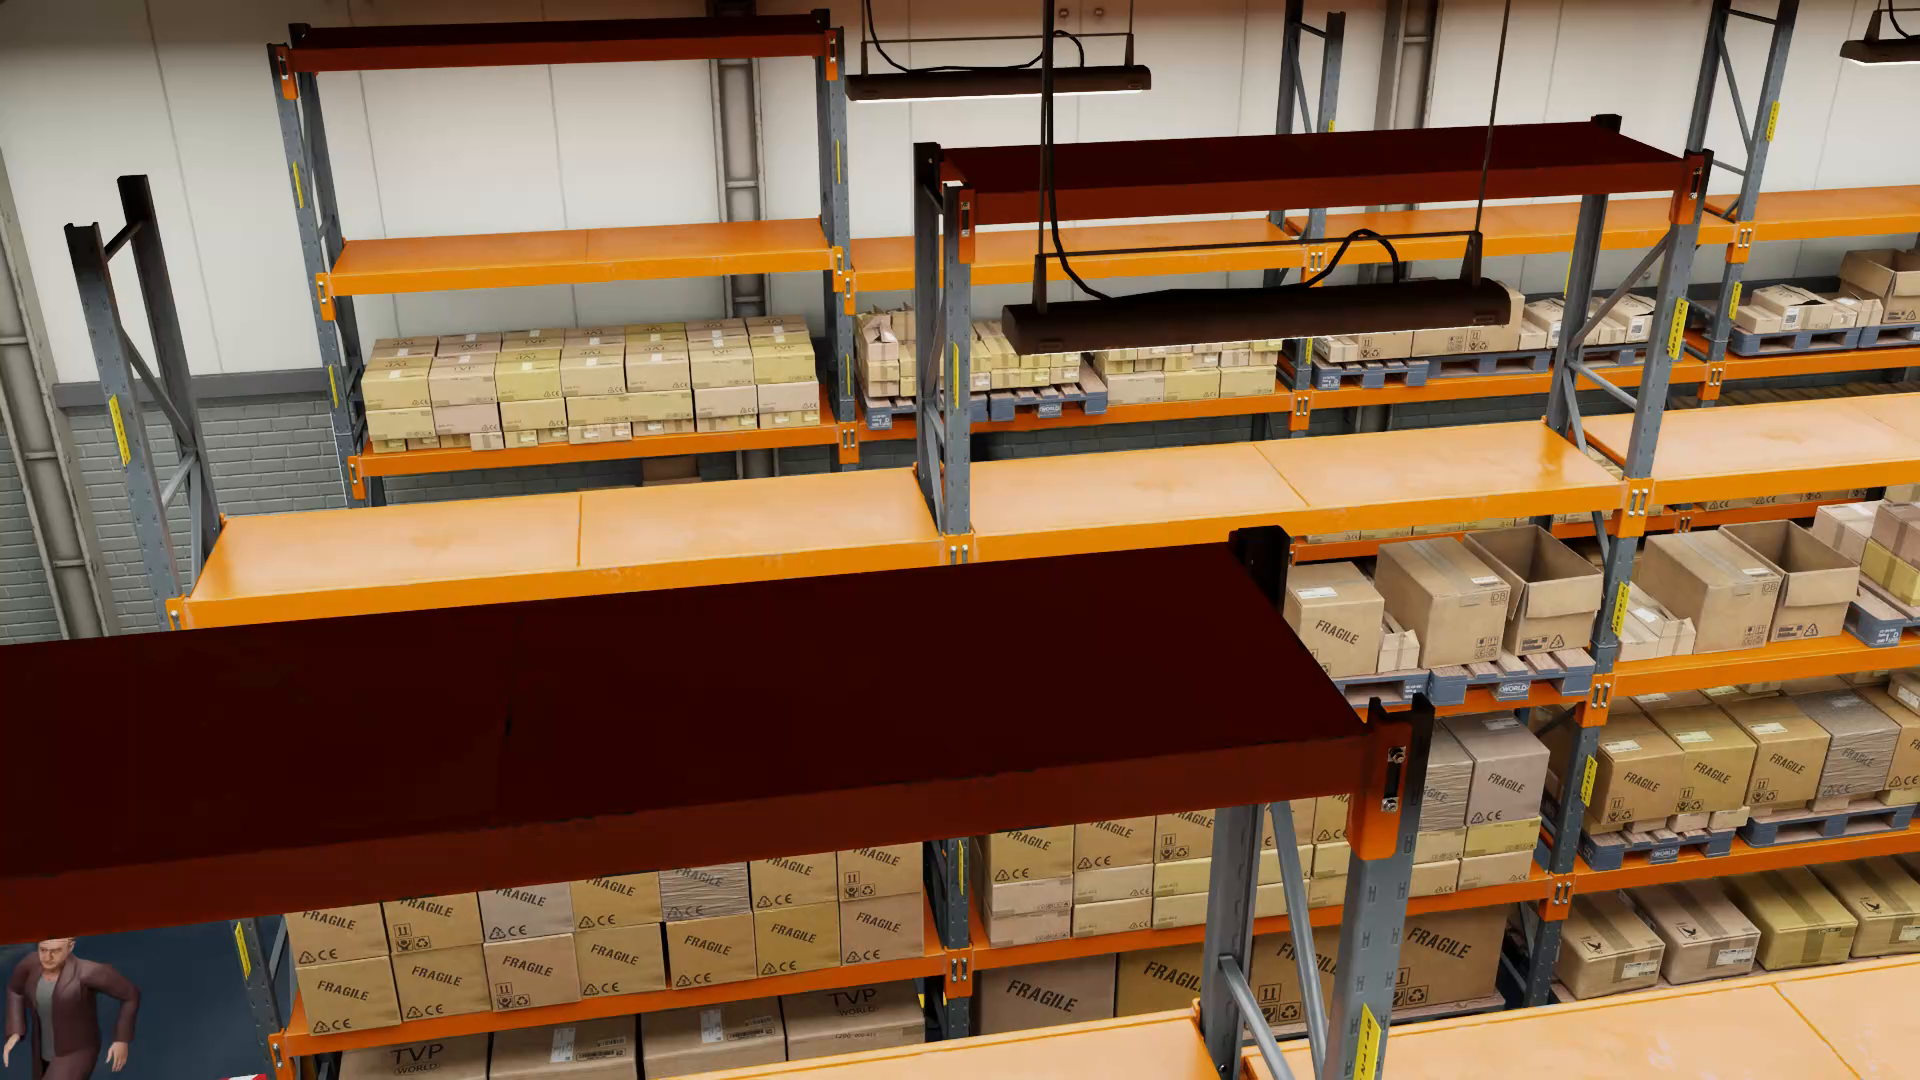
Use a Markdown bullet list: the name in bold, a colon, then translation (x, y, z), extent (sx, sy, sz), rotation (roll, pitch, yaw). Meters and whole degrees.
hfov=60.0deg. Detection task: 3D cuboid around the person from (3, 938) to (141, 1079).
- **person**: translation (-5.341, 3.069, 9.973), extent (0.759, 1.782, 0.682), rotation (10, 27, 19)
